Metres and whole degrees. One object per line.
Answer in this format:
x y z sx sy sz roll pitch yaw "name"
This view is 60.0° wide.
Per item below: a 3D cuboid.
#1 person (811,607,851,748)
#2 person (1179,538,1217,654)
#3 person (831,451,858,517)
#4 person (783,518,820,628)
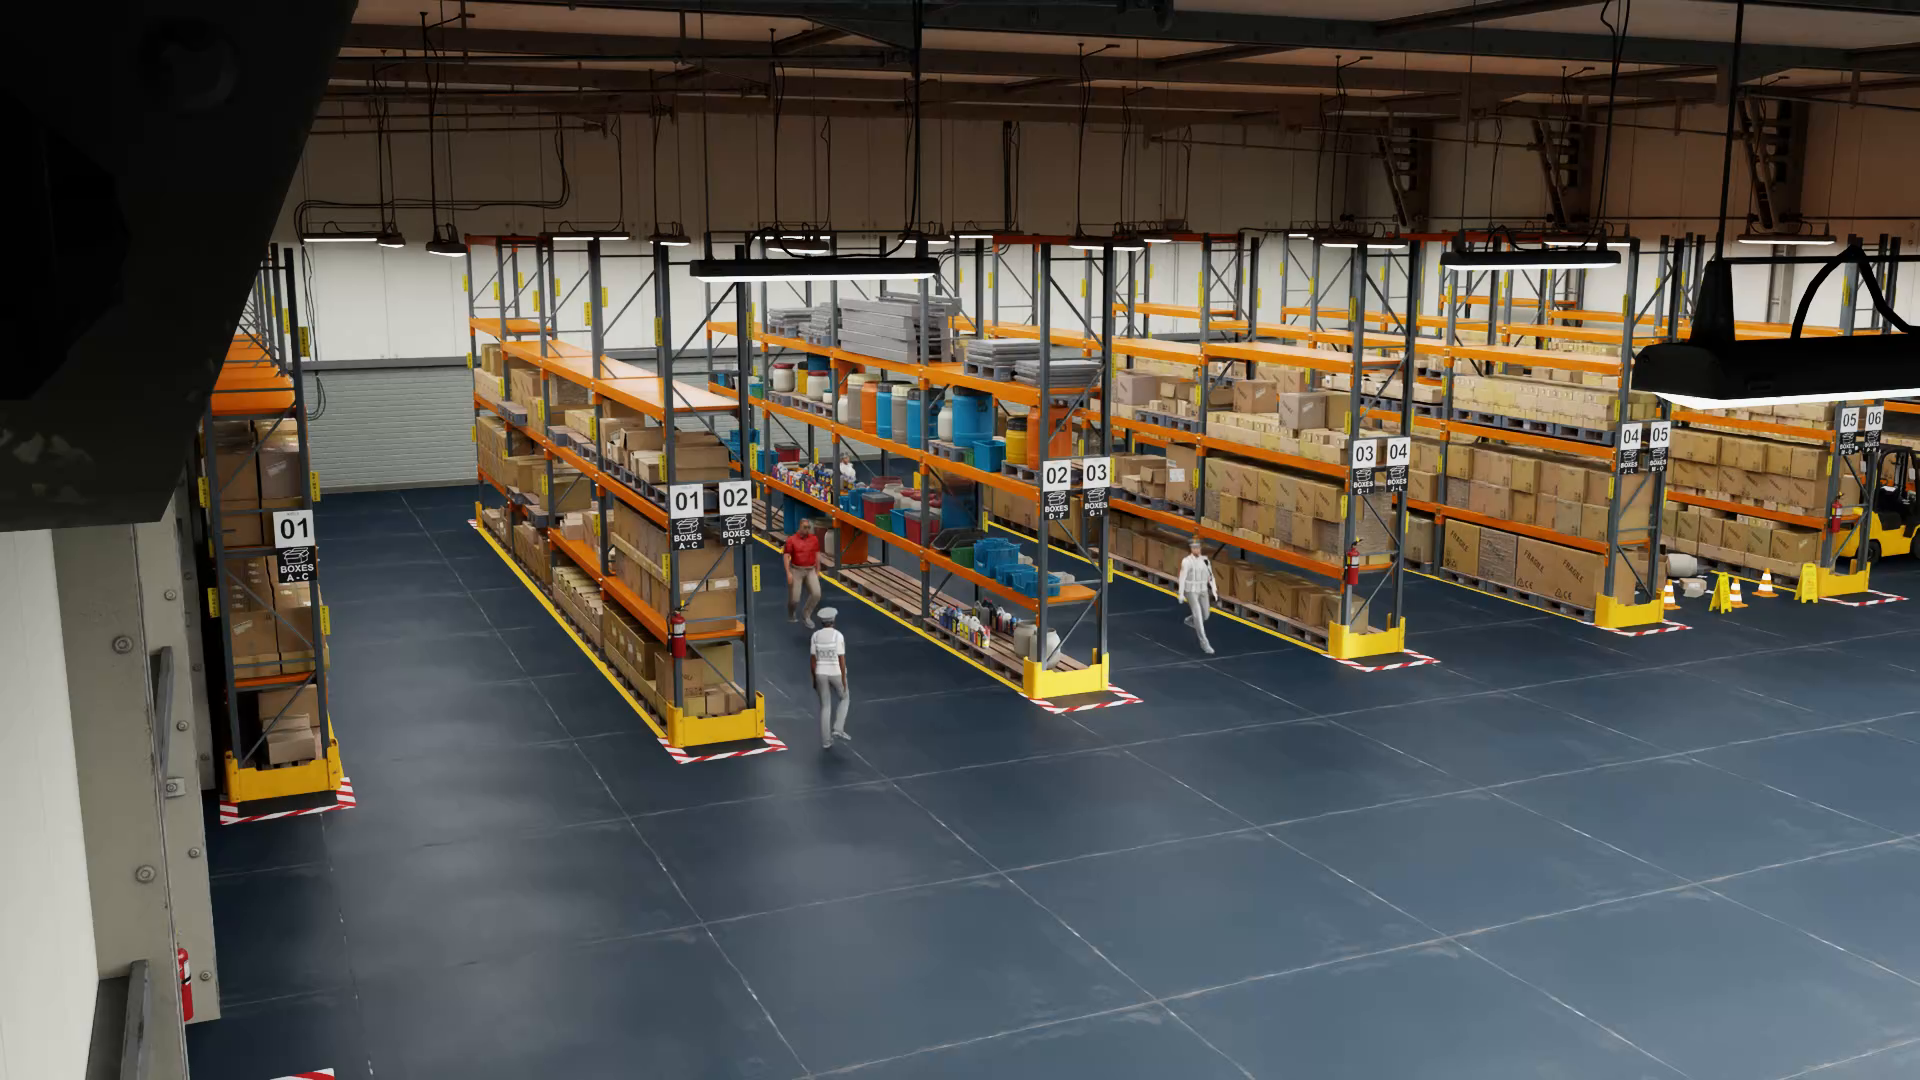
-1.574 1.666 20.118 0.486 1.657 0.469 2 11 8 "person"
3.551 0.786 24.637 0.523 1.645 0.843 -6 12 -28 "person"
-2.331 -1.026 34.088 0.913 1.621 0.491 7 13 32 "person"
-2.381 0.476 25.201 0.616 1.625 0.680 -6 12 -27 "person"
